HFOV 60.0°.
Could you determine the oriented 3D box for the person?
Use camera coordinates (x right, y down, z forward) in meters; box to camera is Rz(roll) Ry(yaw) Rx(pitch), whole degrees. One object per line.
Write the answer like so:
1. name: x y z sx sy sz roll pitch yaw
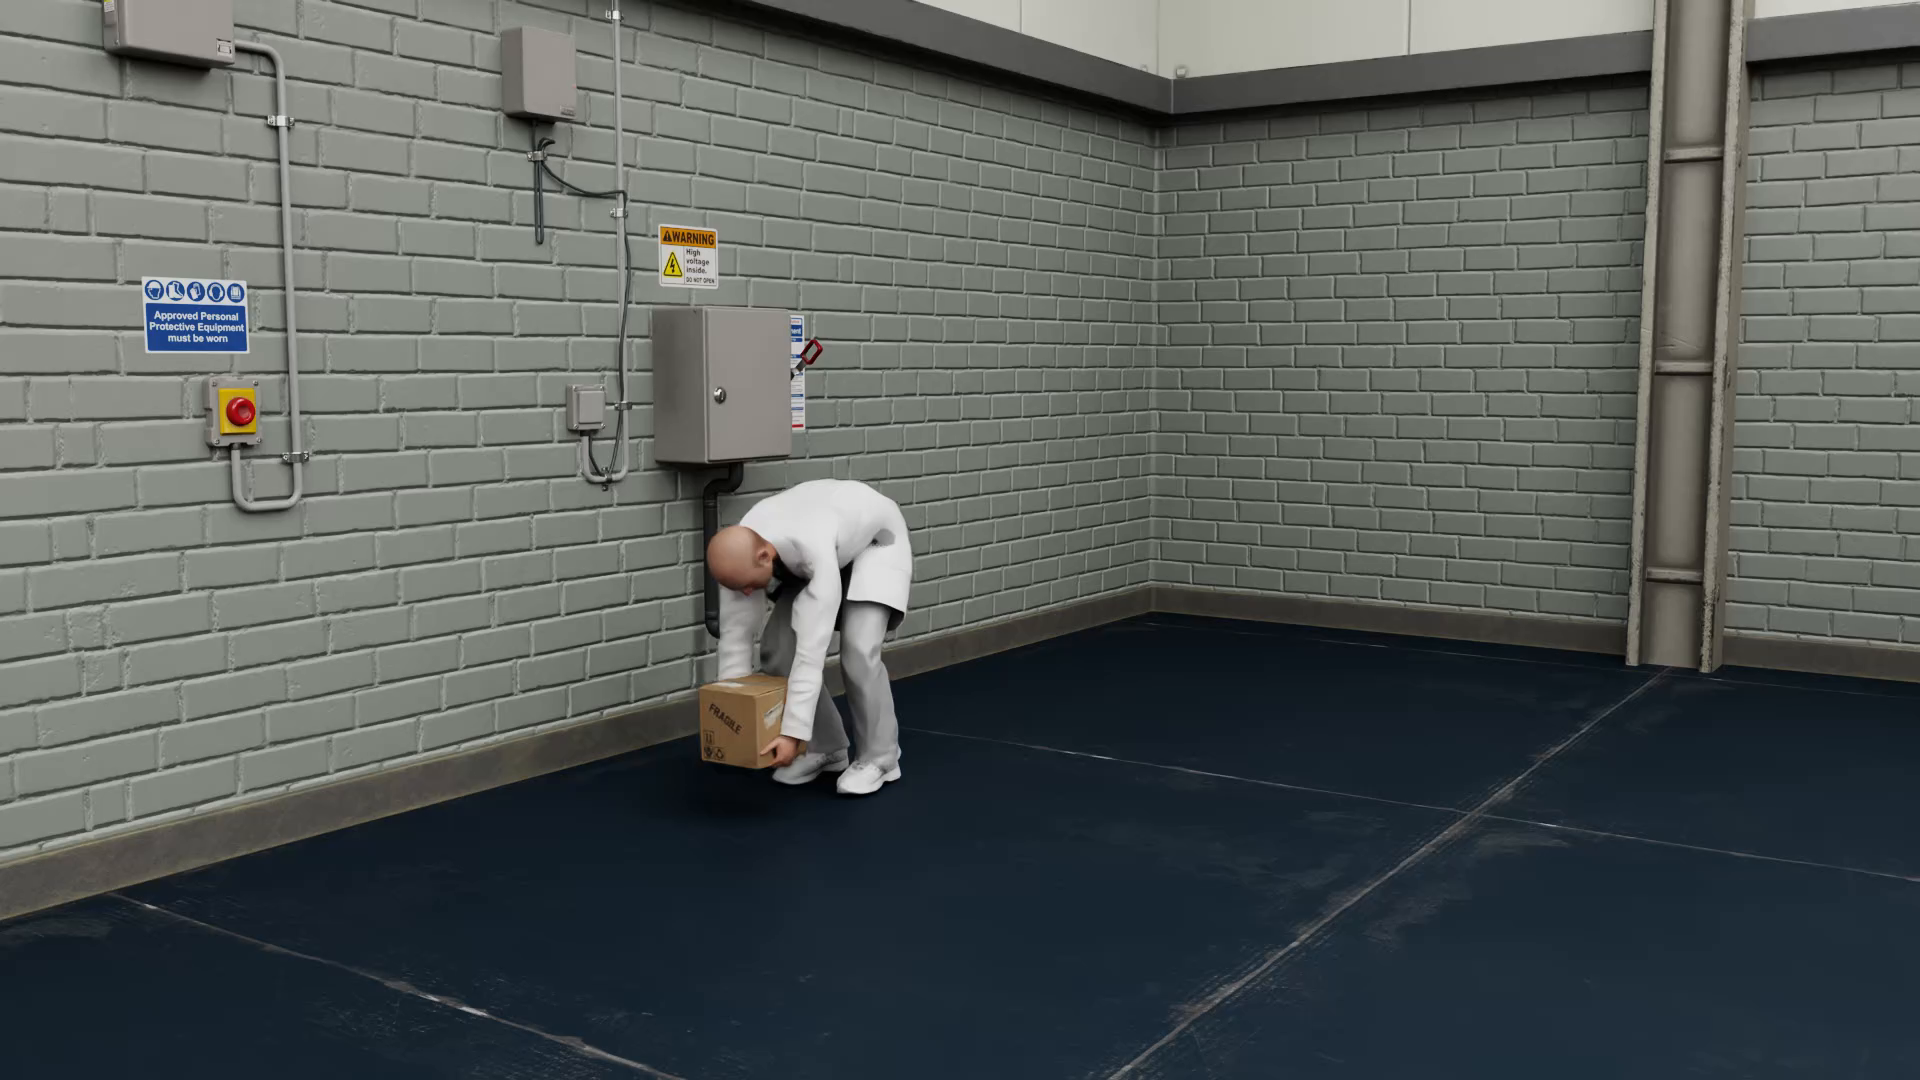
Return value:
1. person: -0.535 0.347 5.742 0.579 1.090 0.950 4 7 31
